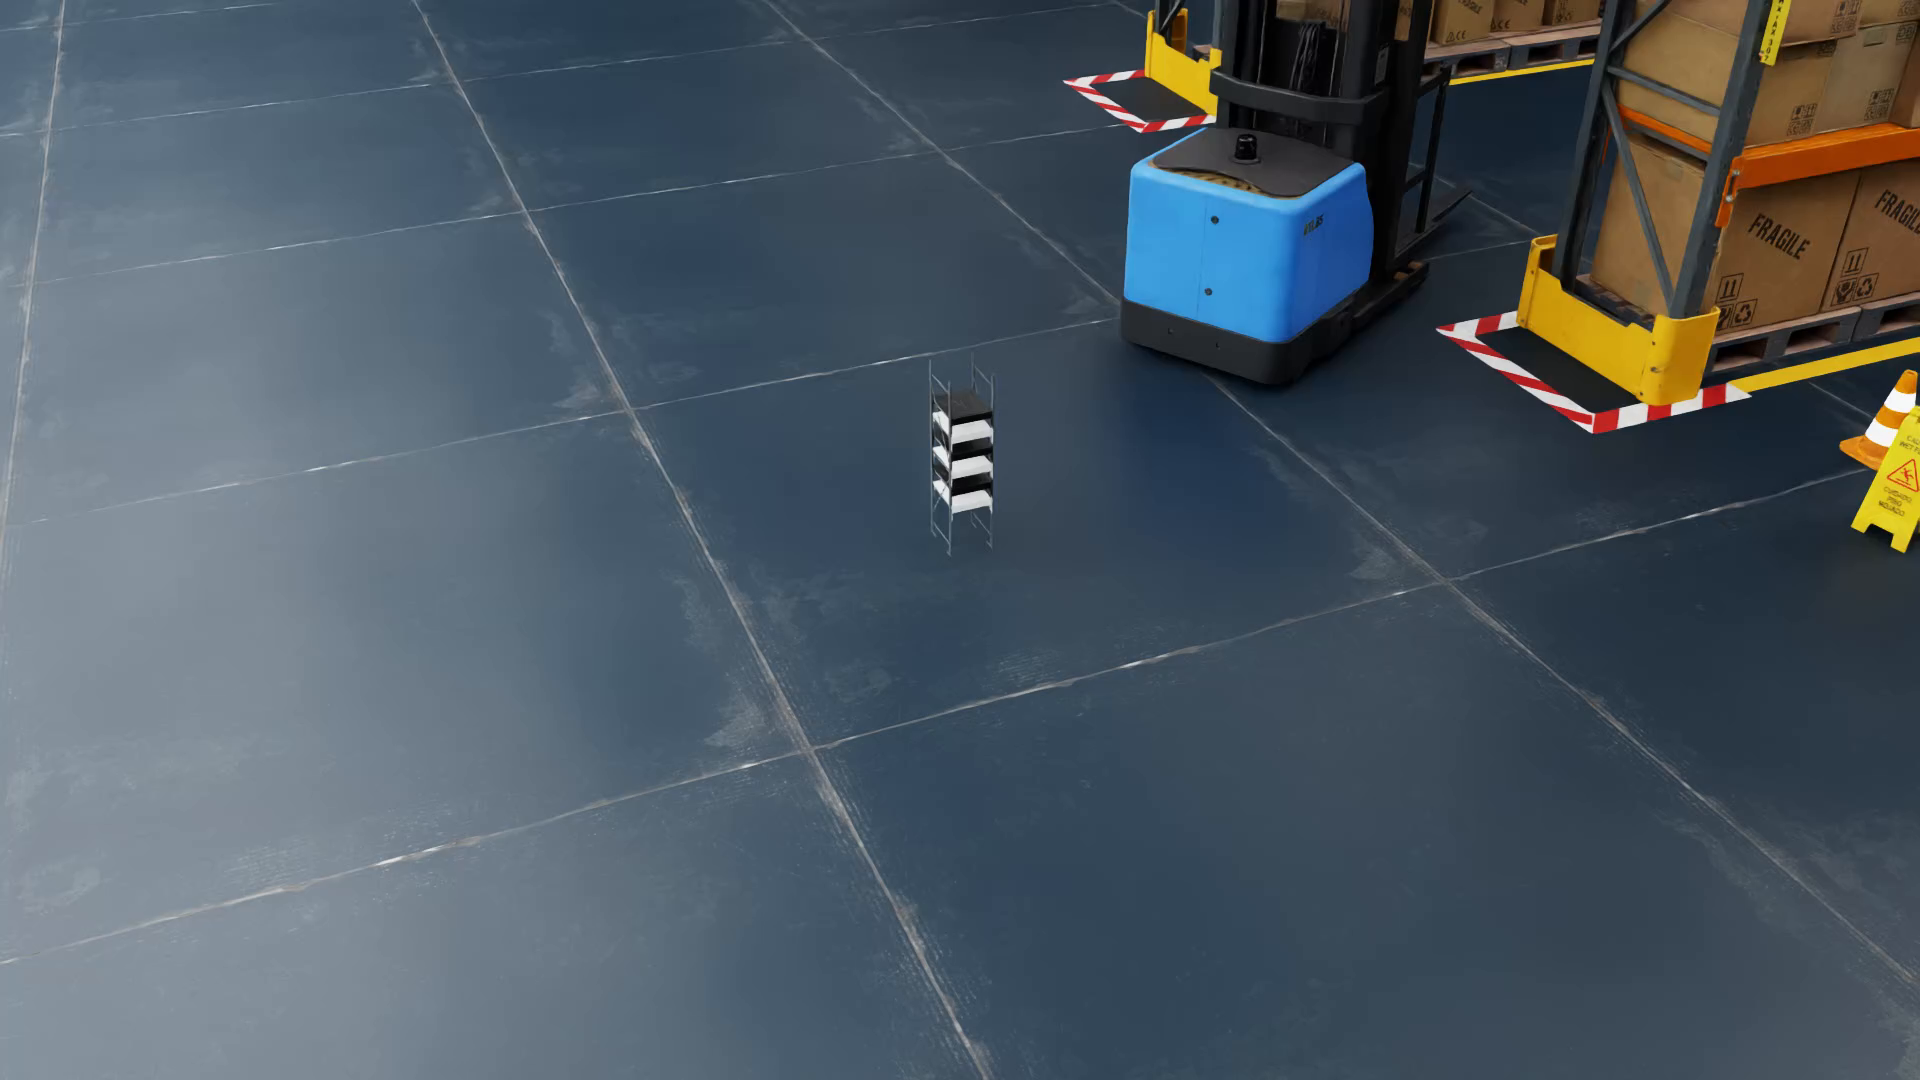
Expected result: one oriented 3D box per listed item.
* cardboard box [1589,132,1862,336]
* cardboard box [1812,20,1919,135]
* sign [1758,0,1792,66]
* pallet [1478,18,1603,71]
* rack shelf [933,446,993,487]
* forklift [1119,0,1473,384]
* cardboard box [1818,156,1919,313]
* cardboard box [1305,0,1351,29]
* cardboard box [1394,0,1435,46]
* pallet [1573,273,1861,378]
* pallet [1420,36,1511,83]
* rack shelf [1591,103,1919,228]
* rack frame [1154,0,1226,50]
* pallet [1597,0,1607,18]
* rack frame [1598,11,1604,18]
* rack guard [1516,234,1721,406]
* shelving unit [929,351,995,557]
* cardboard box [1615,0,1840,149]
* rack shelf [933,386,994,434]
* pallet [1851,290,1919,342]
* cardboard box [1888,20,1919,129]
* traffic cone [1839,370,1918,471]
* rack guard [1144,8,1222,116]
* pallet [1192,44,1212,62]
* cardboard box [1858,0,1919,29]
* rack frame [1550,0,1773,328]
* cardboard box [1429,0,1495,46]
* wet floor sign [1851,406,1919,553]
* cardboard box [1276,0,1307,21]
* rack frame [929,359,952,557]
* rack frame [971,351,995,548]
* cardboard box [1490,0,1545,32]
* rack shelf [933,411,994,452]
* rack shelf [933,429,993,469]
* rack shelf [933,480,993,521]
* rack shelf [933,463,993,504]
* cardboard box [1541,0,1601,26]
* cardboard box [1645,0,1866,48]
[{"bbox_3d":[4.230,-1.754,9.259,0.875,0.875,0.875,-13,35,-19],"label":"cardboard box"},{"bbox_3d":[4.453,-2.584,8.833,0.550,0.550,0.875,-13,35,-19],"label":"cardboard box"},{"bbox_3d":[3.839,-2.408,7.834,0.005,0.325,0.100,-13,35,-19],"label":"sign"},{"bbox_3d":[4.886,-4.324,14.202,1.213,0.211,1.003,-13,35,-19],"label":"pallet"},{"bbox_3d":[0.007,-0.351,7.525,0.200,0.077,0.258,-13,35,-19],"label":"rack shelf"},{"bbox_3d":[2.186,-2.809,9.380,1.130,2.935,3.031,22,39,30],"label":"forklift"},{"bbox_3d":[5.040,-1.941,9.546,0.875,0.875,0.875,-13,35,-20],"label":"cardboard box"},{"bbox_3d":[2.923,-4.203,13.366,0.500,0.500,0.500,-4,33,-6],"label":"cardboard box"},{"bbox_3d":[3.508,-4.326,13.555,0.500,0.500,0.500,-10,34,-14],"label":"cardboard box"},{"bbox_3d":[4.337,-1.332,9.603,1.213,0.211,1.003,-13,35,-19],"label":"pallet"},{"bbox_3d":[3.759,-4.064,13.803,1.213,0.211,1.003,-13,35,-19],"label":"pallet"},{"bbox_3d":[5.474,-2.413,9.368,4.000,0.370,1.077,-13,35,-19],"label":"rack shelf"},{"bbox_3d":[1.803,-4.808,12.389,0.127,3.000,1.000,-13,35,-19],"label":"rack frame"},{"bbox_3d":[6.209,-4.649,14.701,1.213,0.211,1.003,-13,35,-19],"label":"pallet"},{"bbox_3d":[5.491,-5.652,13.687,0.127,3.000,1.000,-13,35,-19],"label":"rack frame"},{"bbox_3d":[3.608,-1.240,9.197,0.348,0.500,1.175,-13,35,-19],"label":"rack guard"},{"bbox_3d":[0.007,-0.379,7.507,0.210,0.900,0.258,-13,35,-19],"label":"shelving unit"},{"bbox_3d":[3.955,-2.456,8.637,0.550,0.550,0.875,-13,35,-19],"label":"cardboard box"},{"bbox_3d":[0.007,-0.577,7.378,0.200,0.077,0.258,-13,35,-19],"label":"rack shelf"},{"bbox_3d":[5.460,-1.587,9.996,1.213,0.211,1.003,-13,35,-19],"label":"pallet"},{"bbox_3d":[5.018,-2.639,8.917,0.550,0.550,0.875,-13,35,-19],"label":"cardboard box"},{"bbox_3d":[4.670,-0.627,8.290,0.334,0.463,0.336,-13,35,-19],"label":"traffic cone"},{"bbox_3d":[1.873,-3.776,13.095,0.348,0.500,1.175,-13,35,-19],"label":"rack guard"},{"bbox_3d":[2.636,-3.809,13.410,1.213,0.211,1.003,-13,35,-19],"label":"pallet"},{"bbox_3d":[4.459,-3.029,8.528,0.550,0.550,0.875,-13,35,-19],"label":"cardboard box"},{"bbox_3d":[3.630,-2.292,8.523,0.127,3.000,1.000,-13,35,-19],"label":"rack frame"},{"bbox_3d":[4.040,-4.421,13.701,0.500,0.500,0.500,-16,36,-23],"label":"cardboard box"},{"bbox_3d":[4.370,-0.304,7.625,0.232,0.644,0.267,-19,38,-27],"label":"wet floor sign"},{"bbox_3d":[2.385,-4.060,13.146,0.500,0.500,0.500,-7,34,-10],"label":"cardboard box"},{"bbox_3d":[-0.086,-0.357,7.474,0.006,0.900,0.240,-13,35,-19],"label":"rack frame"},{"bbox_3d":[0.101,-0.400,7.540,0.006,0.900,0.240,-13,35,-19],"label":"rack frame"},{"bbox_3d":[4.582,-4.592,13.963,0.500,0.500,0.500,-2,33,-4],"label":"cardboard box"},{"bbox_3d":[0.007,-0.502,7.427,0.200,0.077,0.258,-13,35,-19],"label":"rack shelf"},{"bbox_3d":[0.007,-0.426,7.476,0.200,0.077,0.258,-13,35,-19],"label":"rack shelf"},{"bbox_3d":[0.007,-0.200,7.624,0.200,0.077,0.258,-13,35,-19],"label":"rack shelf"},{"bbox_3d":[0.007,-0.276,7.574,0.200,0.077,0.258,-13,35,-19],"label":"rack shelf"},{"bbox_3d":[5.107,-4.716,14.155,0.500,0.500,0.500,-14,36,-20],"label":"cardboard box"},{"bbox_3d":[3.987,-2.867,8.278,0.550,0.550,0.875,-13,35,-19],"label":"cardboard box"}]
